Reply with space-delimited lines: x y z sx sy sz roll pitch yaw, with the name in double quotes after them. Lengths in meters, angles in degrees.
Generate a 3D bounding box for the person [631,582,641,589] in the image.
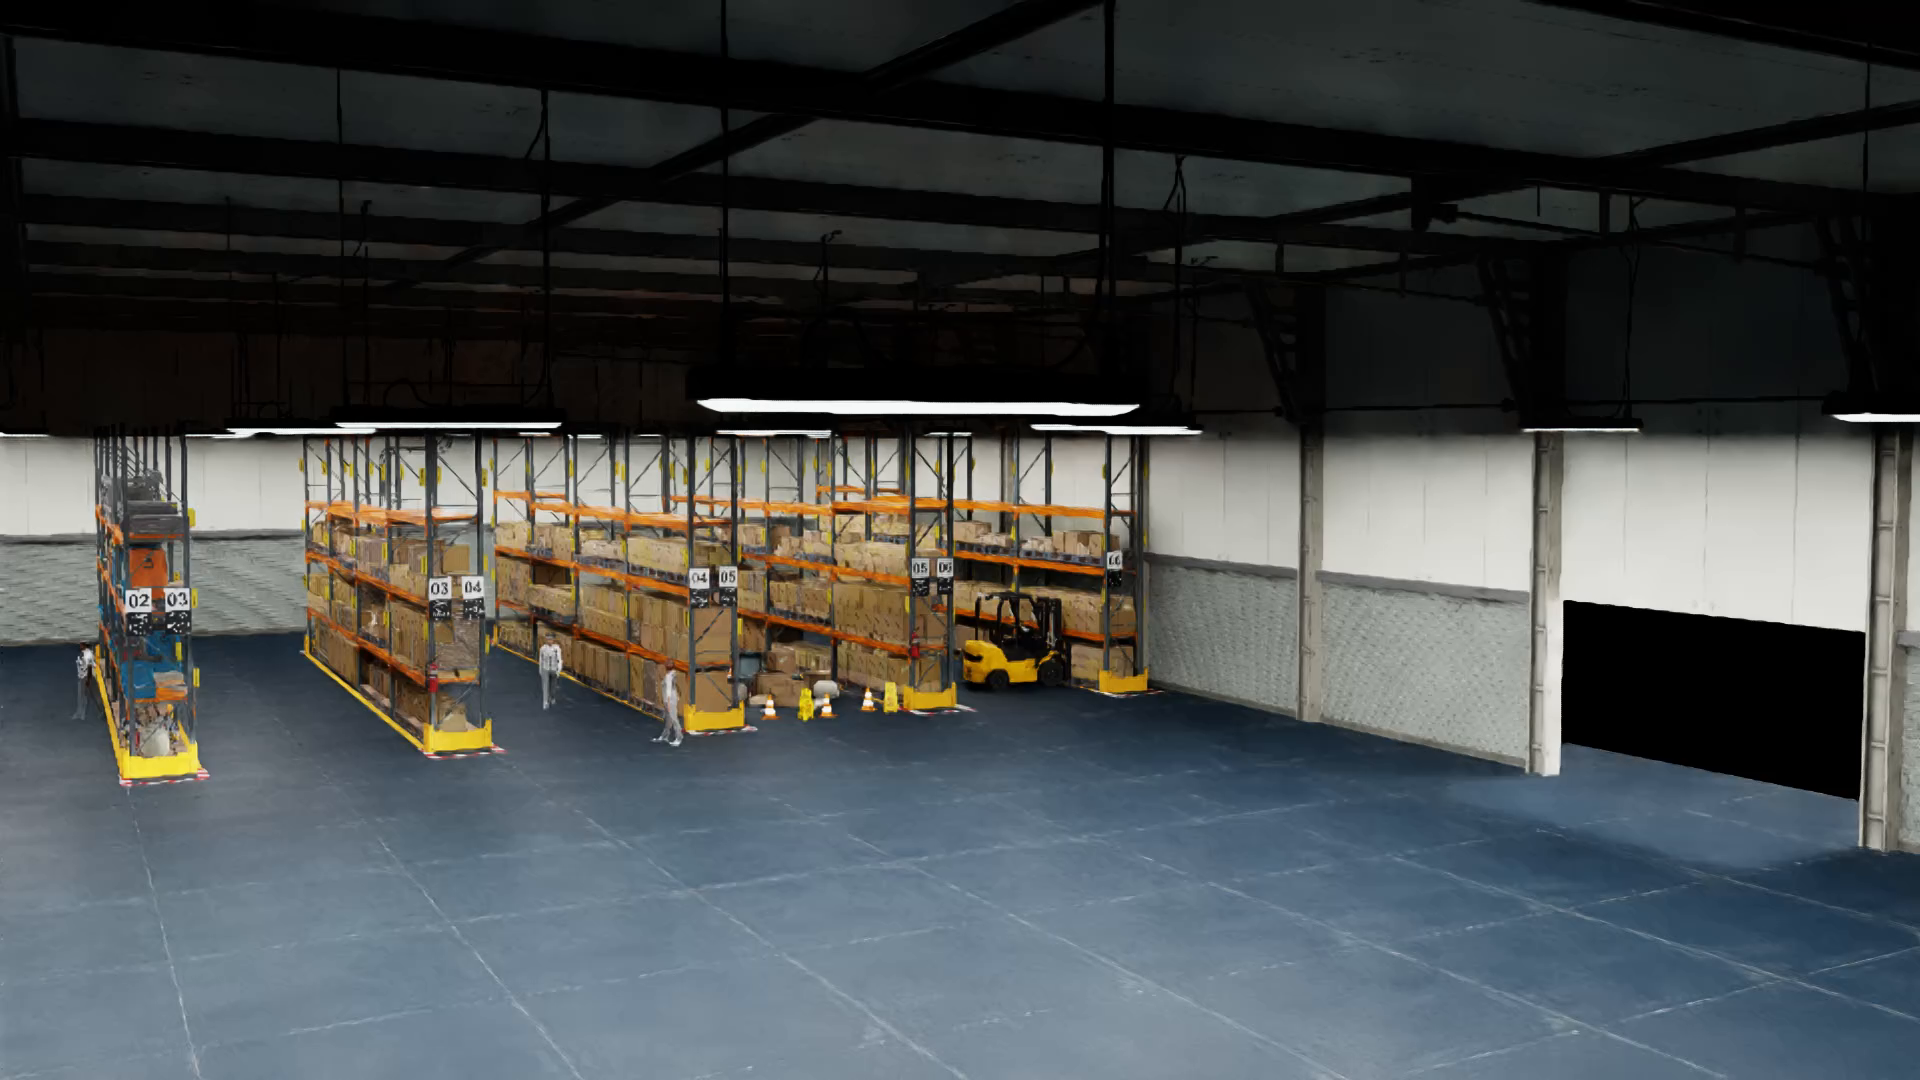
-9.353 1.961 47.929 0.634 1.715 0.780 -2 4 -34 "person"

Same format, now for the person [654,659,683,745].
-5.493 3.022 31.270 0.568 1.588 0.607 0 3 -3 "person"

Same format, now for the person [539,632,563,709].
-8.710 2.750 35.408 0.482 1.621 0.997 -1 4 -20 "person"

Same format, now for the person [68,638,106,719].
-17.909 2.827 34.077 0.670 1.661 0.641 3 5 42 "person"
